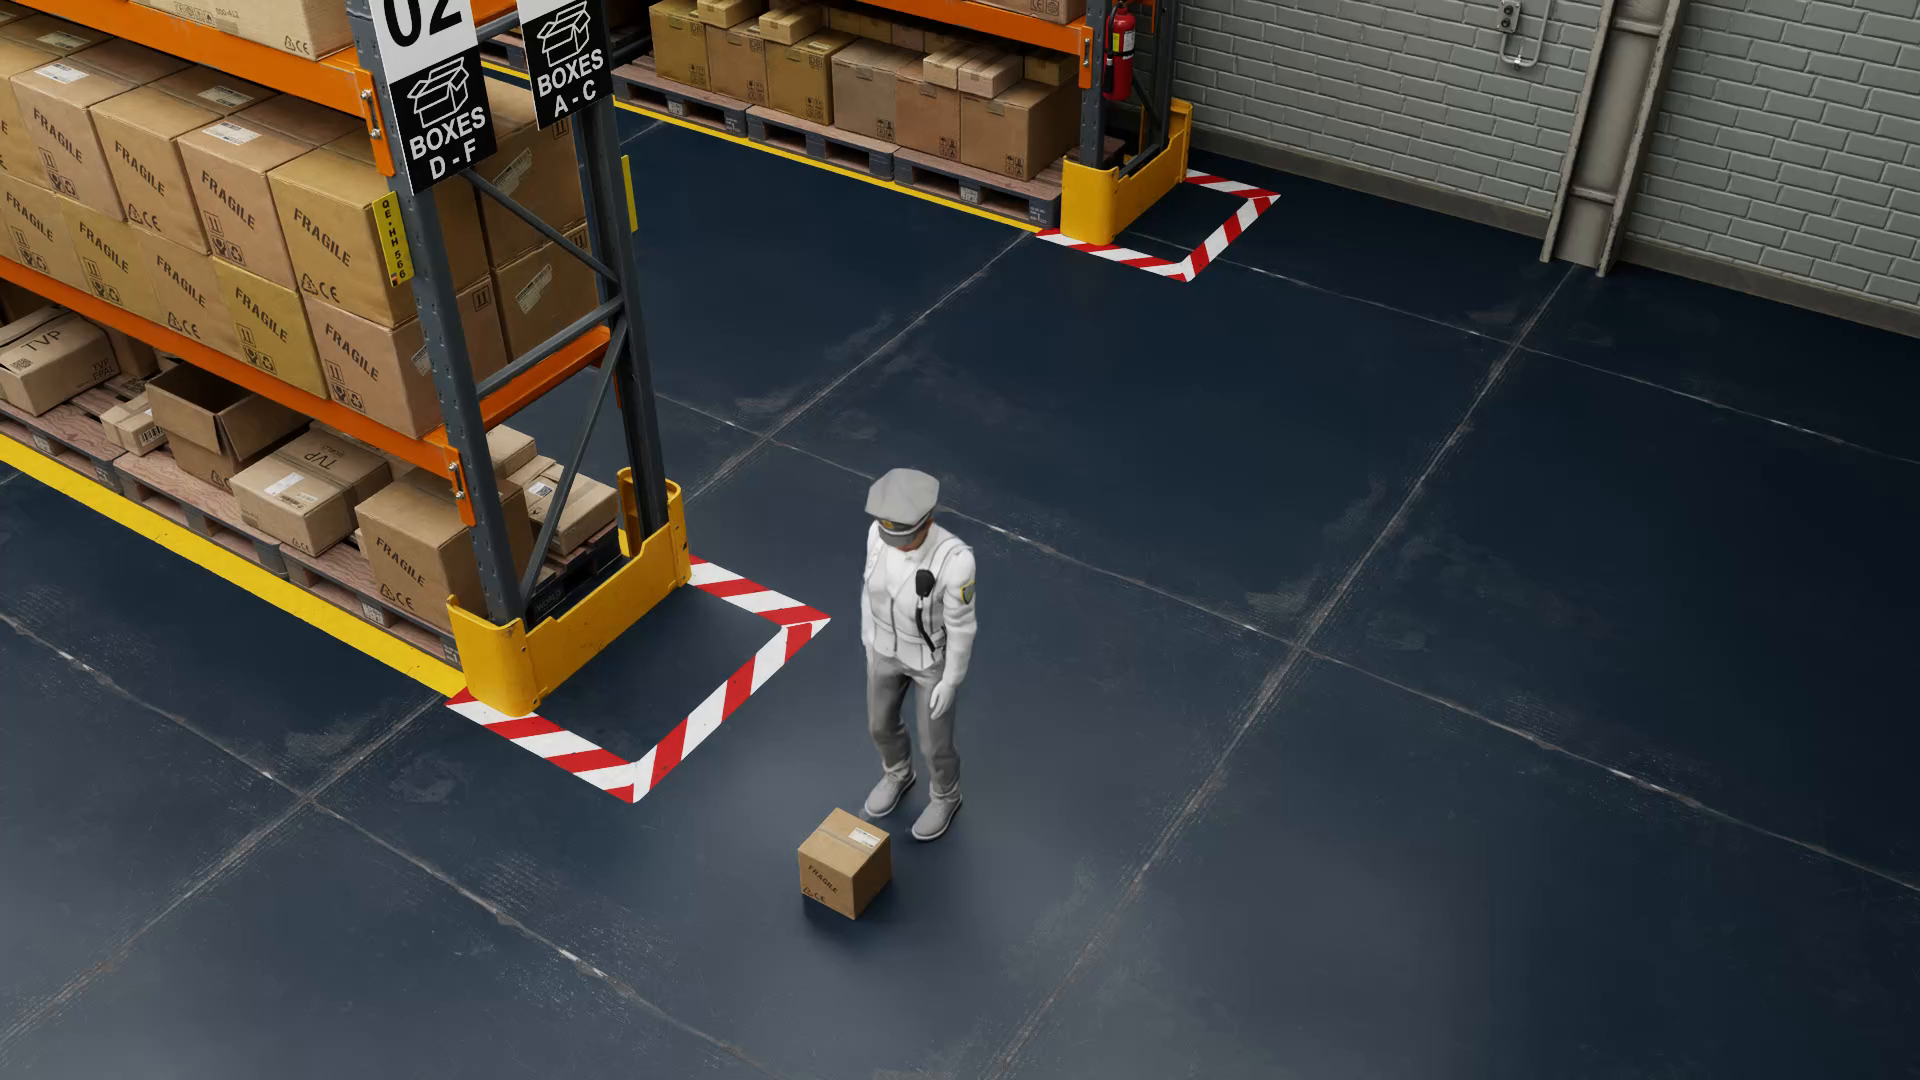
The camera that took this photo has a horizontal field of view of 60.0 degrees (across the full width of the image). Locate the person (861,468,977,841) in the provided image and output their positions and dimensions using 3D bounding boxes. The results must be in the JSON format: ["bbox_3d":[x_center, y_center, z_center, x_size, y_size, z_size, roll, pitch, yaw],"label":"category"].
[{"bbox_3d":[-0.158,0.439,6.146,0.482,1.654,0.366,23,44,26],"label":"person"}]
